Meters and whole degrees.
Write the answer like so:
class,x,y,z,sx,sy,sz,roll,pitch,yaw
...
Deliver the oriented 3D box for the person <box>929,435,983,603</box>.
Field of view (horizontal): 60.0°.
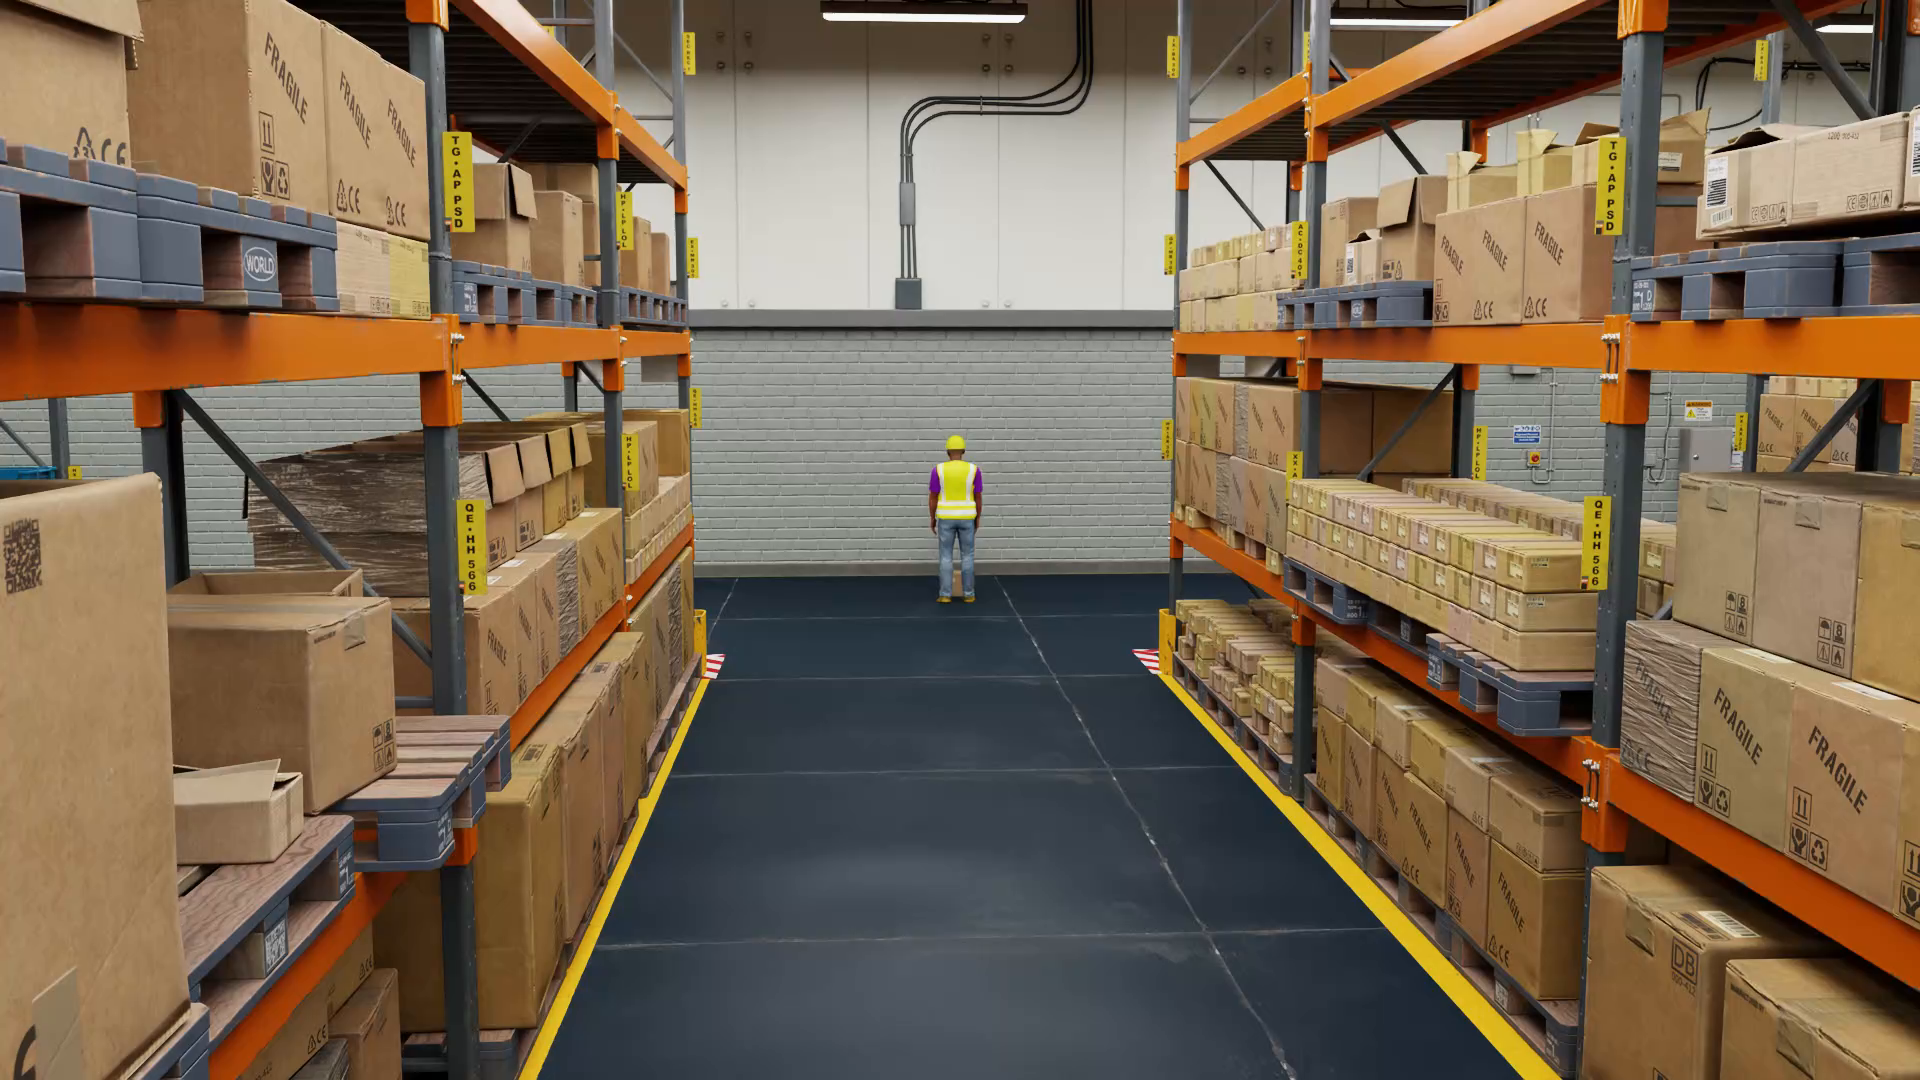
class,x,y,z,sx,sy,sz,roll,pitch,yaw
person,-0.047,-0.214,17.513,0.564,1.777,0.365,0,7,-2
